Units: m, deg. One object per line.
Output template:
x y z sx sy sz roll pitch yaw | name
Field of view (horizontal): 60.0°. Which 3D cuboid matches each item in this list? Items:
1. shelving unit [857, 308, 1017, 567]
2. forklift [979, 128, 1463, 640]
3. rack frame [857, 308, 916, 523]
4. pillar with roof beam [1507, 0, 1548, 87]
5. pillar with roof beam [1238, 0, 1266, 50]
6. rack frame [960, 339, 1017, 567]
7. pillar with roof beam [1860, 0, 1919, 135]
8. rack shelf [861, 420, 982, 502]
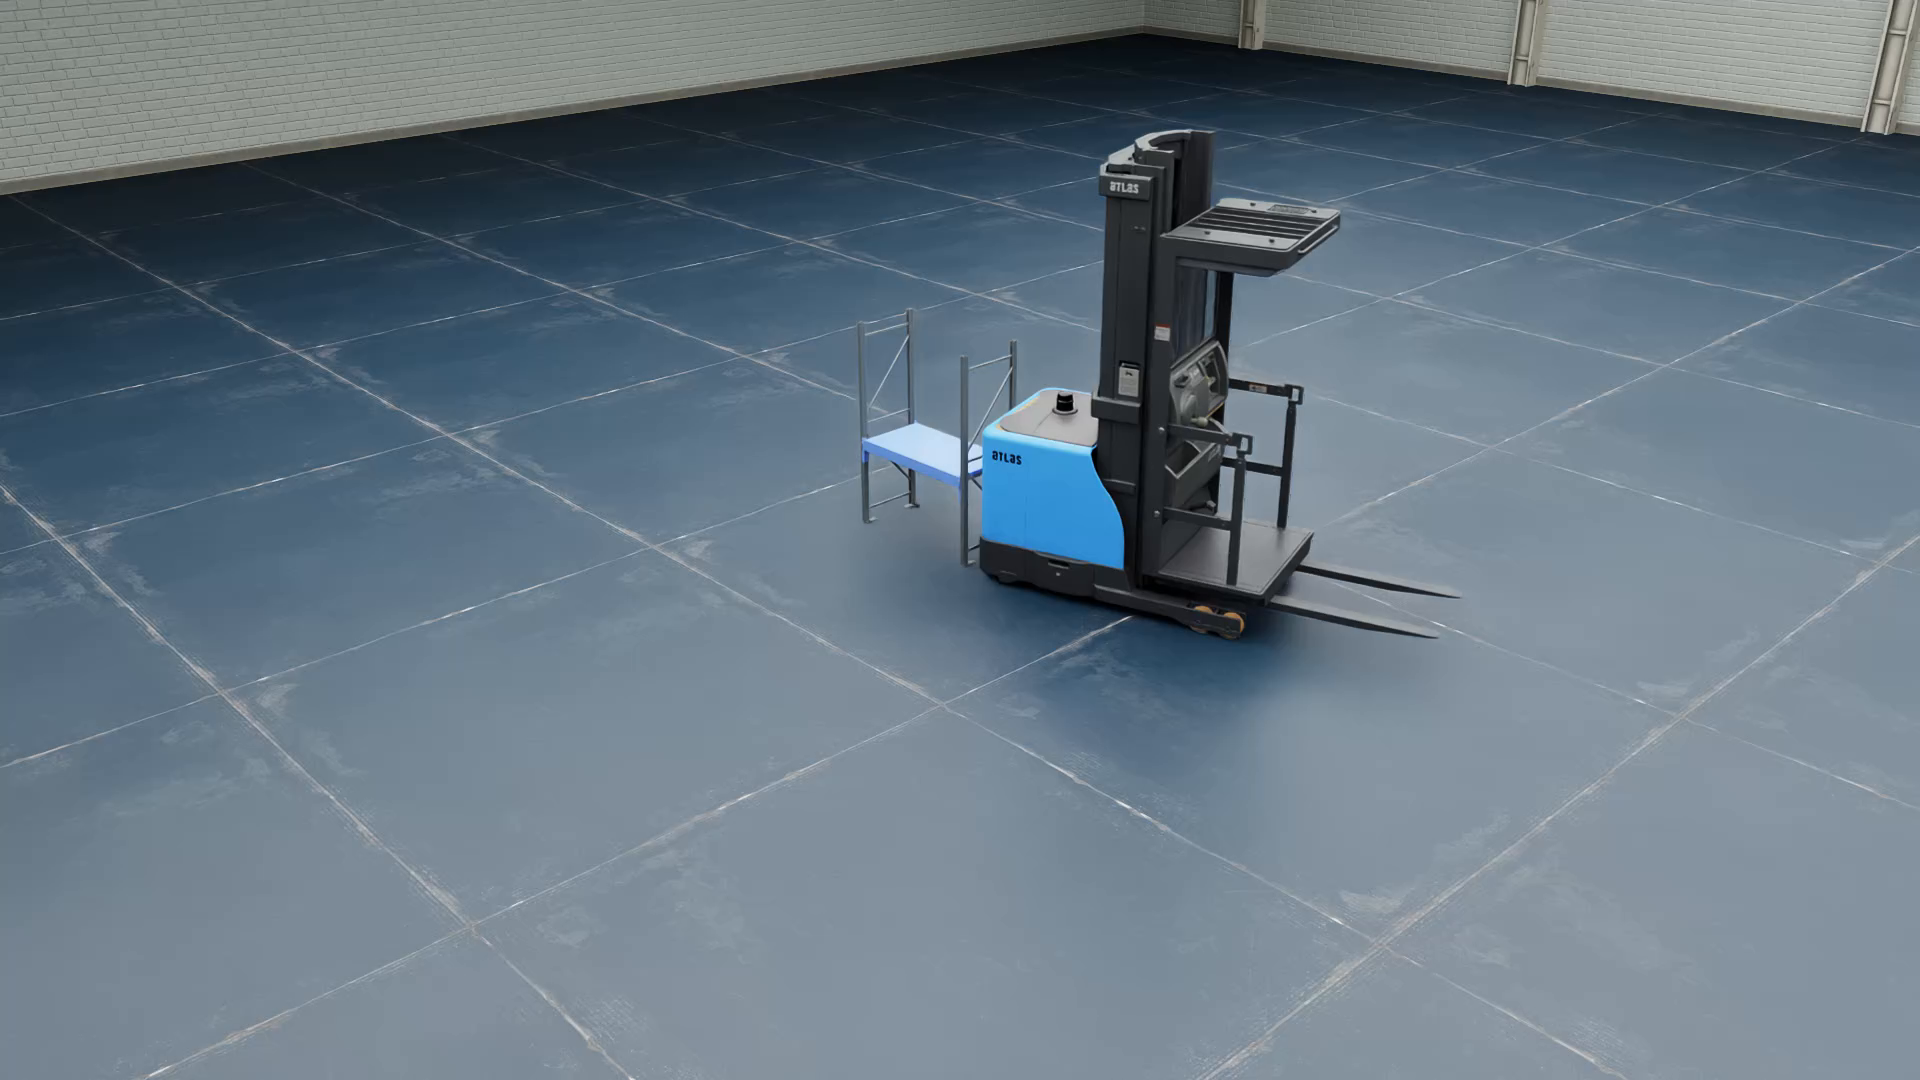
-0.163 -0.727 11.537 0.538 1.500 1.048 -22 32 -39 | shelving unit
1.676 -0.964 10.333 3.031 2.935 1.130 12 27 25 | forklift
-0.517 -0.878 11.869 0.500 1.500 0.032 -22 32 -39 | rack frame
6.794 -10.935 24.877 9.100 9.000 0.400 -21 32 -38 | pillar with roof beam
2.693 -12.753 28.862 9.100 9.000 0.400 -21 32 -38 | pillar with roof beam
0.191 -0.576 11.205 0.500 1.500 0.032 -22 32 -39 | rack frame
10.895 -9.117 20.893 9.100 9.000 0.400 -21 32 -38 | pillar with roof beam
-0.163 -0.563 11.611 0.538 0.185 1.000 -22 32 -39 | rack shelf
